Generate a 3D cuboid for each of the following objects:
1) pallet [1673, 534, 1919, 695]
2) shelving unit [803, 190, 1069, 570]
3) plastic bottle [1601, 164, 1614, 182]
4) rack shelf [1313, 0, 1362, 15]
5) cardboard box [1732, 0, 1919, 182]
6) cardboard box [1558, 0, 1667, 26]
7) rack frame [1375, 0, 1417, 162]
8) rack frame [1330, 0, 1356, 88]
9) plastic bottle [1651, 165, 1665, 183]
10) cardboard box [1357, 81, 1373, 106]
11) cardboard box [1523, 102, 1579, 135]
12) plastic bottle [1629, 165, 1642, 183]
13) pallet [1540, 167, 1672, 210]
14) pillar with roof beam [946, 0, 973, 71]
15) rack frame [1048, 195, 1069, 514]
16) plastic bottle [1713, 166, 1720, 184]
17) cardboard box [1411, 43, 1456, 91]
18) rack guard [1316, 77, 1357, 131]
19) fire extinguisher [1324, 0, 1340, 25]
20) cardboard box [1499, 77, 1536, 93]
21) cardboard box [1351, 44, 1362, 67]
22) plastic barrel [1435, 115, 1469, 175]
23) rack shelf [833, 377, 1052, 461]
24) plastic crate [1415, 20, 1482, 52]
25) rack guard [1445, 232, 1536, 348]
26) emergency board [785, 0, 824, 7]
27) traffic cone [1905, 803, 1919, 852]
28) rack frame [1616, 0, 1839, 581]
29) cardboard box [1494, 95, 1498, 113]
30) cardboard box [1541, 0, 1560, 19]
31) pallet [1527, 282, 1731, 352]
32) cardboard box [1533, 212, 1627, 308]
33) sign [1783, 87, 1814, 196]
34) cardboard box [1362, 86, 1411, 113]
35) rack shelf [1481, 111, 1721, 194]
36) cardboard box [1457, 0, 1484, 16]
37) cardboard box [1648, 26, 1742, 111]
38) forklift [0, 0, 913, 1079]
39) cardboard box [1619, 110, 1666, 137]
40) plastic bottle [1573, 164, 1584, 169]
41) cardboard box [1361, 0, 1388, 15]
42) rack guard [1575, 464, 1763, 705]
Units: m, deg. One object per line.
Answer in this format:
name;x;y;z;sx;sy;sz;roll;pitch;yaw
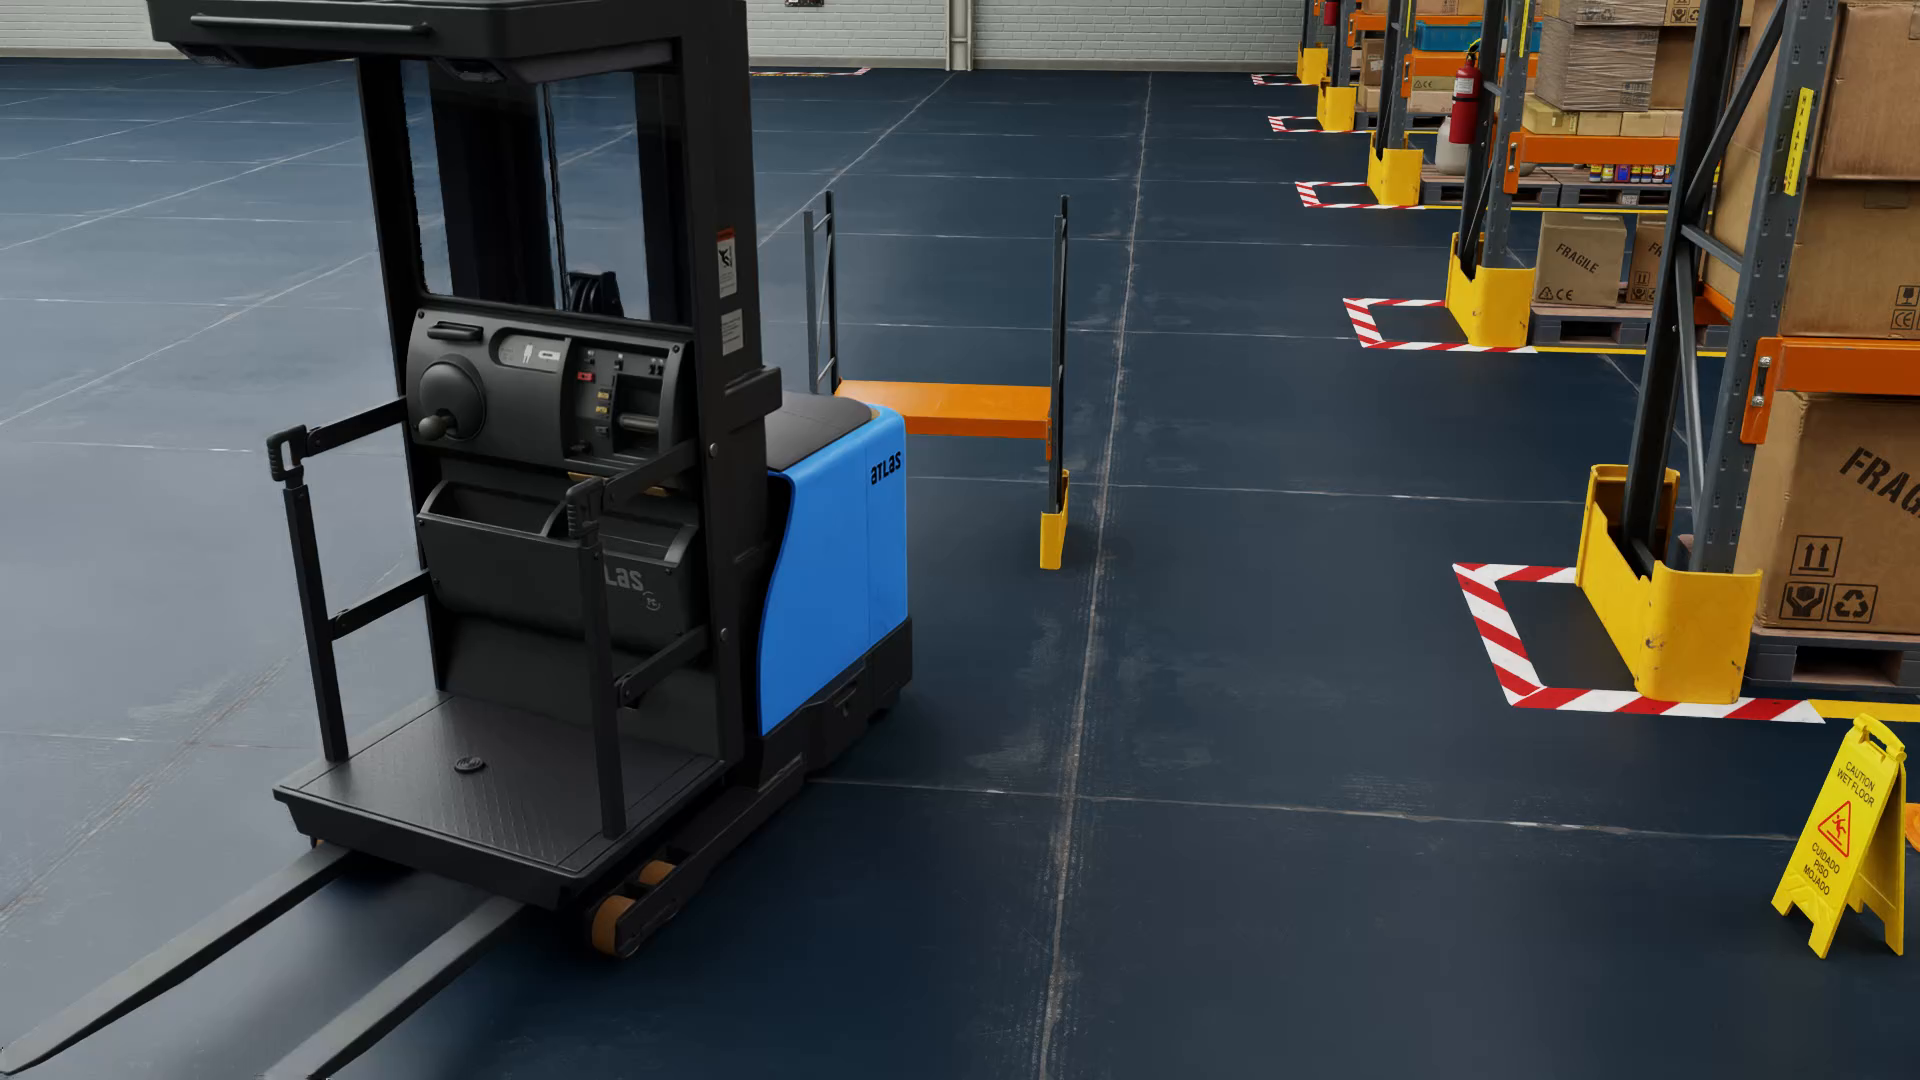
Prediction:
pallet;3.525;0.280;6.444;1.213;0.211;1.003;2;22;6
shelving unit;-0.076;-0.701;7.172;1.083;1.500;0.587;2;22;6
plastic bottle;5.855;-3.344;15.026;0.097;0.201;0.097;0;22;0
rack shelf;7.141;-7.834;24.153;4.000;0.370;1.077;2;22;6
cardboard box;3.086;-1.564;5.644;0.550;0.550;0.875;2;22;6
cardboard box;3.920;-3.356;9.947;0.500;0.500;0.500;2;22;6
rack frame;3.989;-4.638;15.090;0.127;3.000;1.000;2;22;6
rack frame;4.576;-6.446;19.664;0.127;3.000;1.000;2;22;6
plastic bottle;6.291;-3.325;14.978;0.097;0.201;0.097;0;22;0
cardboard box;5.143;-5.447;20.307;0.500;0.250;0.500;2;22;6
cardboard box;3.661;-2.613;10.311;0.250;0.149;0.380;2;22;6
plastic bottle;6.093;-3.366;14.987;0.097;0.271;0.097;0;22;0
pallet;6.084;-3.264;15.408;1.213;0.211;1.003;2;22;6
pillar with roof beam;-0.513;-10.018;20.540;0.400;9.000;9.100;2;22;6
rack frame;0.420;-0.679;7.118;0.032;1.500;0.500;2;22;6
plastic bottle;6.776;-3.382;14.919;0.185;0.351;0.144;2;22;6
cardboard box;5.579;-5.586;19.638;0.500;0.500;0.500;2;22;6
rack guard;4.552;-5.284;20.126;0.348;0.500;1.175;2;22;6
fire extinguisher;4.513;-6.585;20.120;0.183;0.674;0.296;2;22;6
cardboard box;6.571;-5.541;19.524;0.500;0.500;0.500;2;22;6
cardboard box;5.831;-7.146;24.494;0.500;0.311;0.500;0;22;0
plastic barrel;4.651;-3.675;15.469;0.421;0.512;0.421;0;22;0
rack shelf;-0.085;-0.534;7.240;1.000;0.185;0.538;2;22;6
plastic crate;4.521;-4.656;15.339;0.616;0.251;0.499;2;22;6
rack guard;3.481;-1.663;10.967;0.348;0.500;1.175;2;22;6
emergency board;-2.456;-8.921;25.924;0.643;1.169;0.194;2;22;6
traffic cone;3.082;0.699;5.044;0.334;0.463;0.336;2;22;6
rack frame;2.722;-1.023;5.947;0.127;3.000;1.000;2;22;6
cardboard box;6.075;-5.216;19.722;0.500;0.250;0.500;2;22;6
cardboard box;3.981;-3.545;10.427;0.500;0.500;0.500;2;22;6
pallet;4.284;-1.481;10.899;1.213;0.211;1.003;2;22;6
cardboard box;4.024;-1.829;10.815;0.500;0.500;0.500;7;23;16
sign;2.651;-1.260;5.261;0.005;0.325;0.100;2;22;6
cardboard box;5.082;-5.258;19.828;0.500;0.250;0.500;2;22;6
rack shelf;5.392;-2.408;10.429;4.000;0.370;1.077;2;22;6
cardboard box;6.052;-6.423;19.470;0.500;0.500;0.700;3;22;7
cardboard box;4.460;-3.002;10.414;0.500;0.500;0.875;2;22;6
forklift;-1.259;-0.404;4.474;1.130;2.935;3.031;10;24;24
cardboard box;4.153;-2.579;10.225;0.250;0.149;0.380;2;22;6
plastic bottle;5.864;-3.621;15.728;0.097;0.201;0.097;0;22;0
cardboard box;5.038;-6.467;19.583;0.500;0.500;0.700;3;22;6
rack guard;2.698;0.139;6.409;0.348;0.500;1.175;2;22;6
